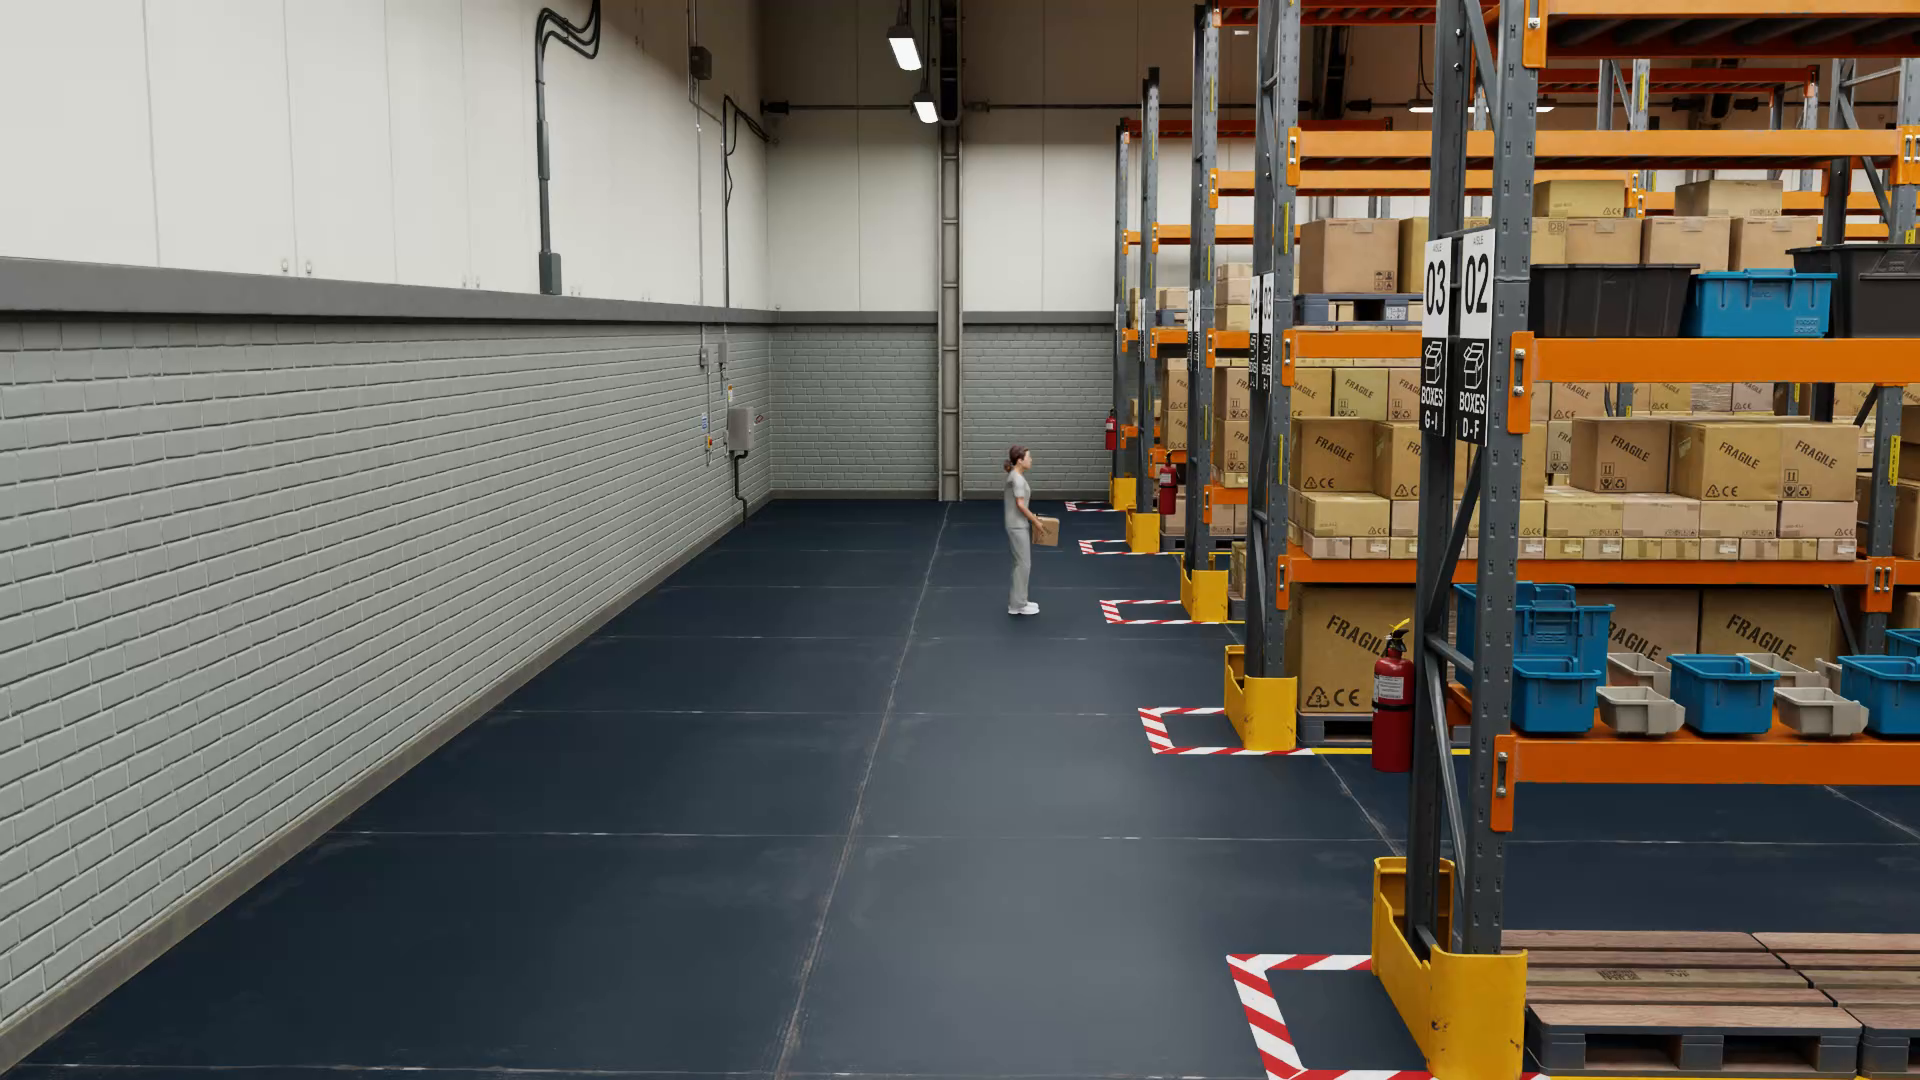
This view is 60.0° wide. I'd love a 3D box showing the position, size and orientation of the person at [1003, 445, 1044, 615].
[{"bbox_3d":[0.631,-0.111,16.637,0.429,1.676,0.466,0,7,0],"label":"person"}]
